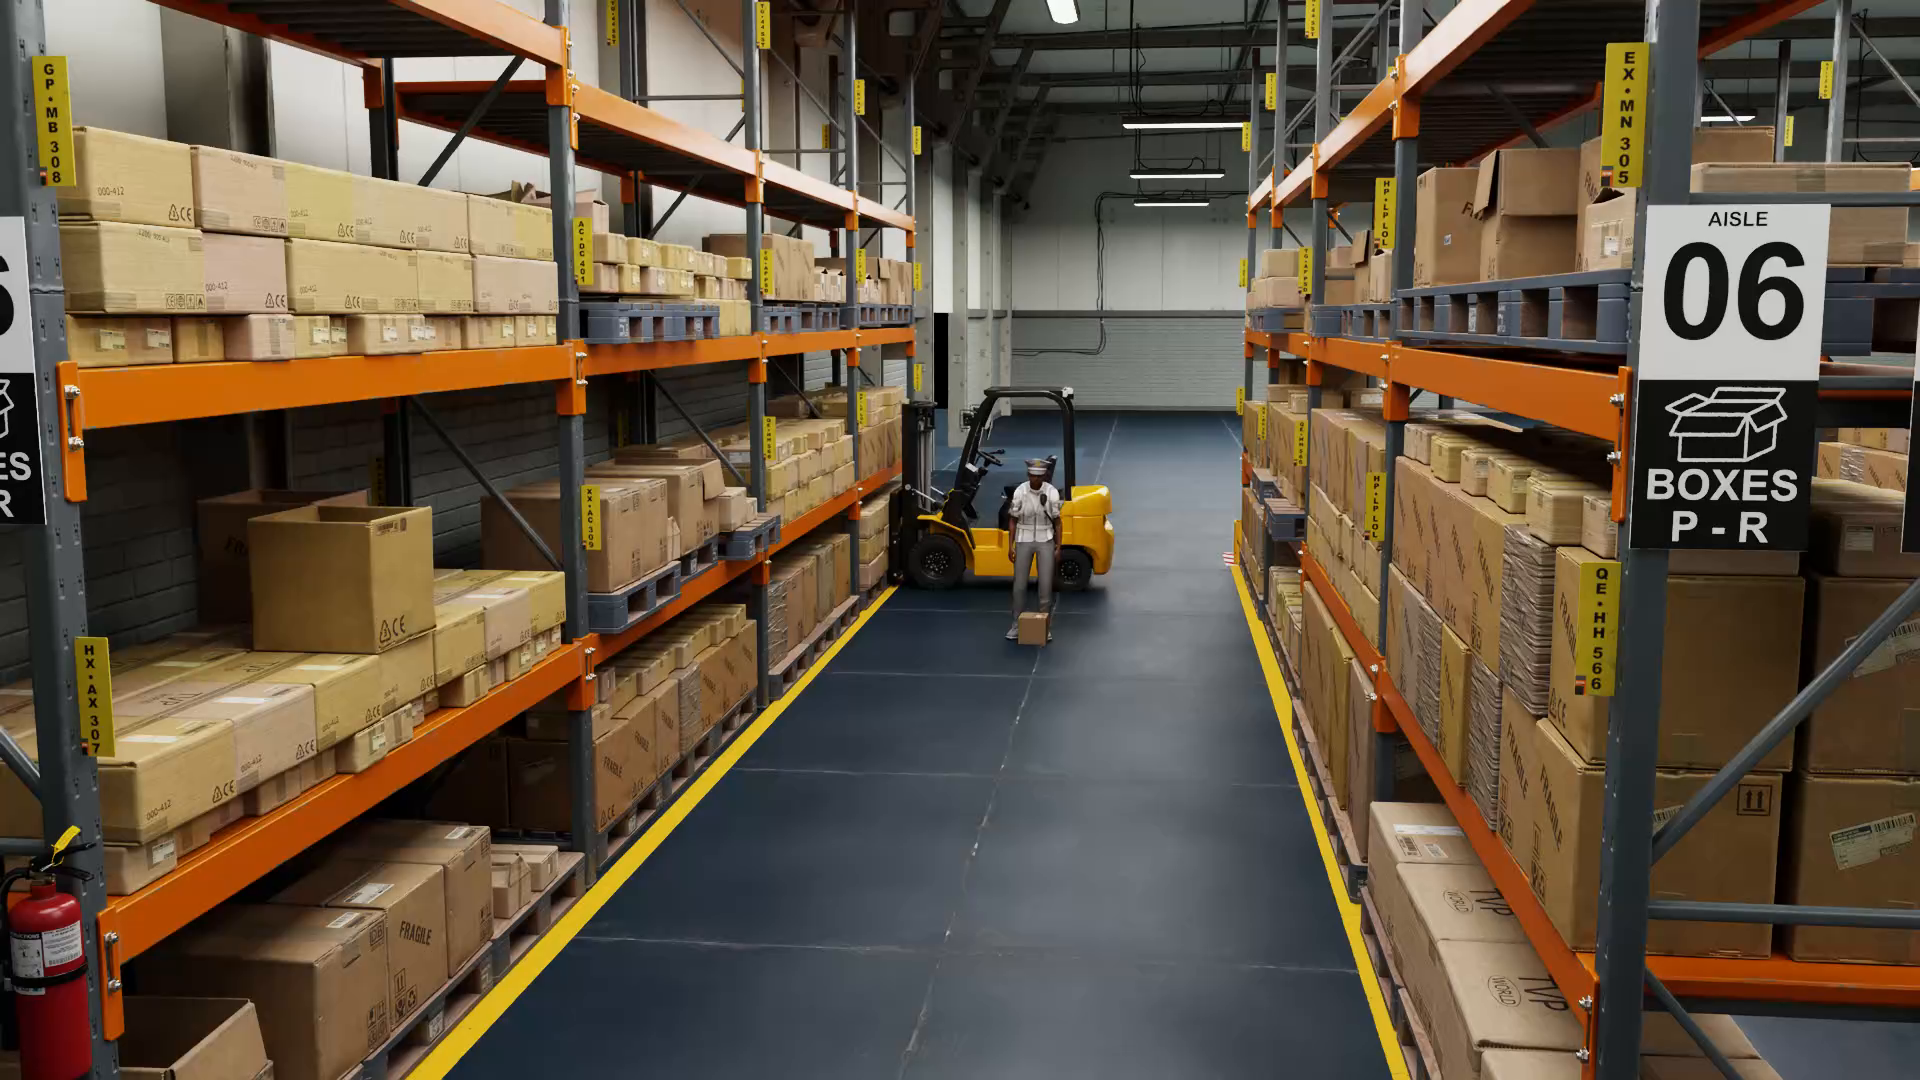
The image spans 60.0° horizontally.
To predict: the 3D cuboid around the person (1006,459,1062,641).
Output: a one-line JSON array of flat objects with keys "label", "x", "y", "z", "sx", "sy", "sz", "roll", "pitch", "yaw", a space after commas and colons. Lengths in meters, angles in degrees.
[{"label": "person", "x": 0.681, "y": 0.078, "z": 15.227, "sx": 0.507, "sy": 1.659, "sz": 0.415, "roll": 1, "pitch": 8, "yaw": 6}]
